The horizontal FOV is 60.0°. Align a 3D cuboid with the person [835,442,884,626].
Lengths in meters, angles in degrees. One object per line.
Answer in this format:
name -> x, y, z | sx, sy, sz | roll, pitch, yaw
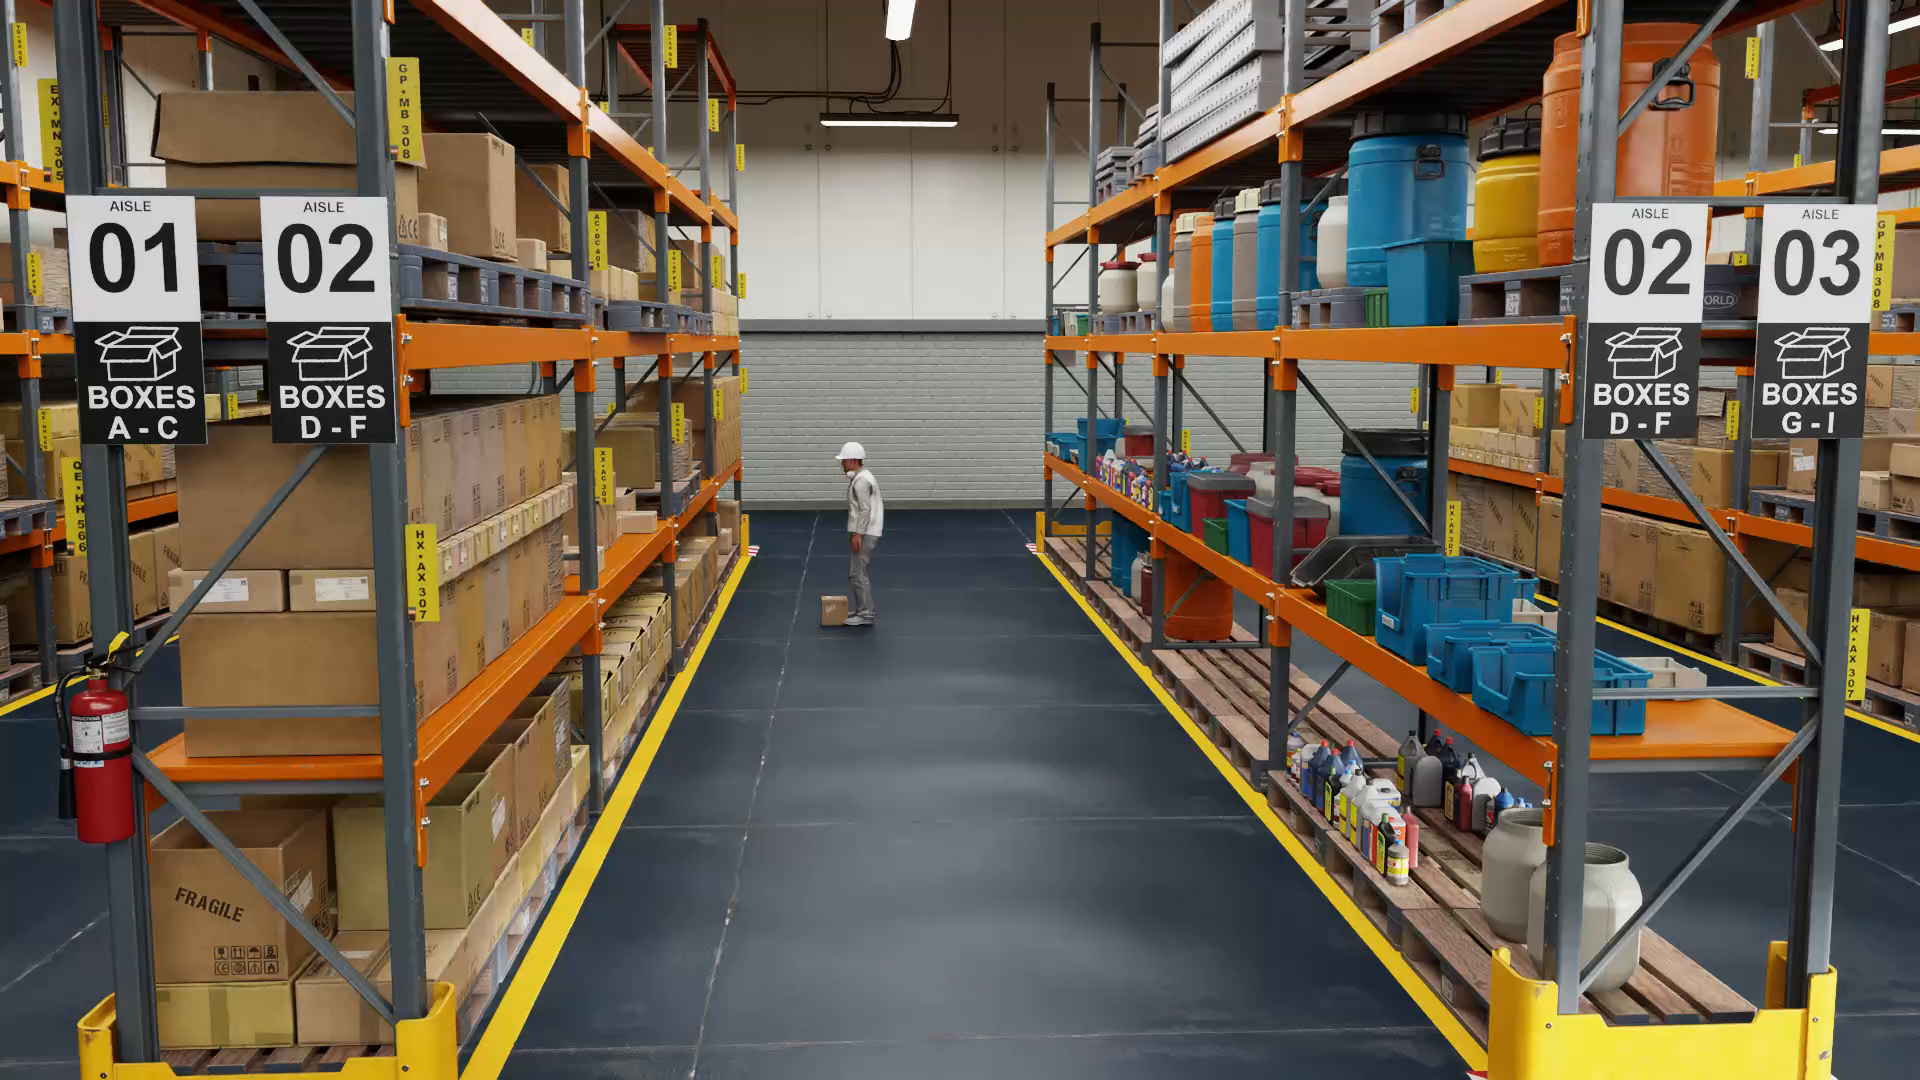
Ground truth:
person -> -0.977, -0.067, 16.195 | 0.466, 1.771, 0.585 | -1, 7, -5
